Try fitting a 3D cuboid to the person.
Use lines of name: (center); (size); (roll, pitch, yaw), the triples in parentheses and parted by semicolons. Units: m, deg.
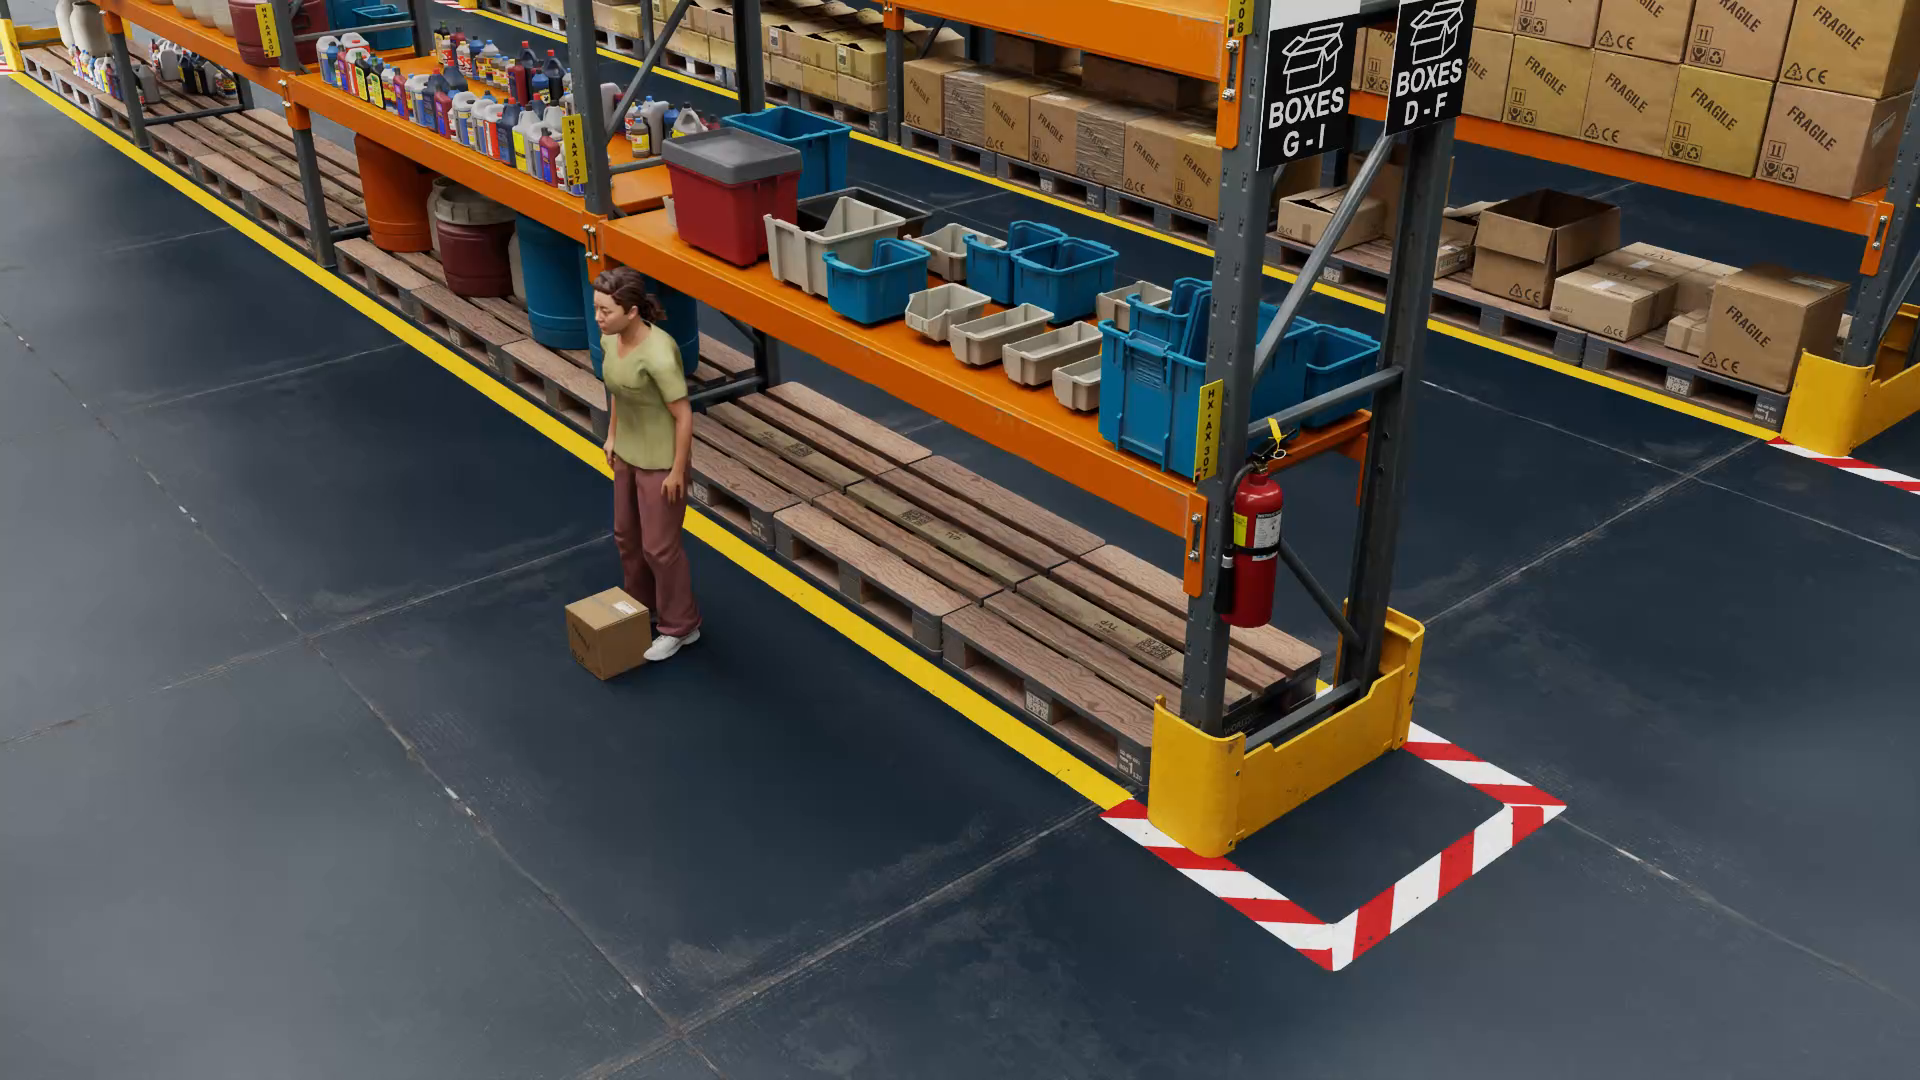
person: (-1.269, -0.212, 6.767); (0.349, 1.437, 0.515); (-23, 36, -36)
